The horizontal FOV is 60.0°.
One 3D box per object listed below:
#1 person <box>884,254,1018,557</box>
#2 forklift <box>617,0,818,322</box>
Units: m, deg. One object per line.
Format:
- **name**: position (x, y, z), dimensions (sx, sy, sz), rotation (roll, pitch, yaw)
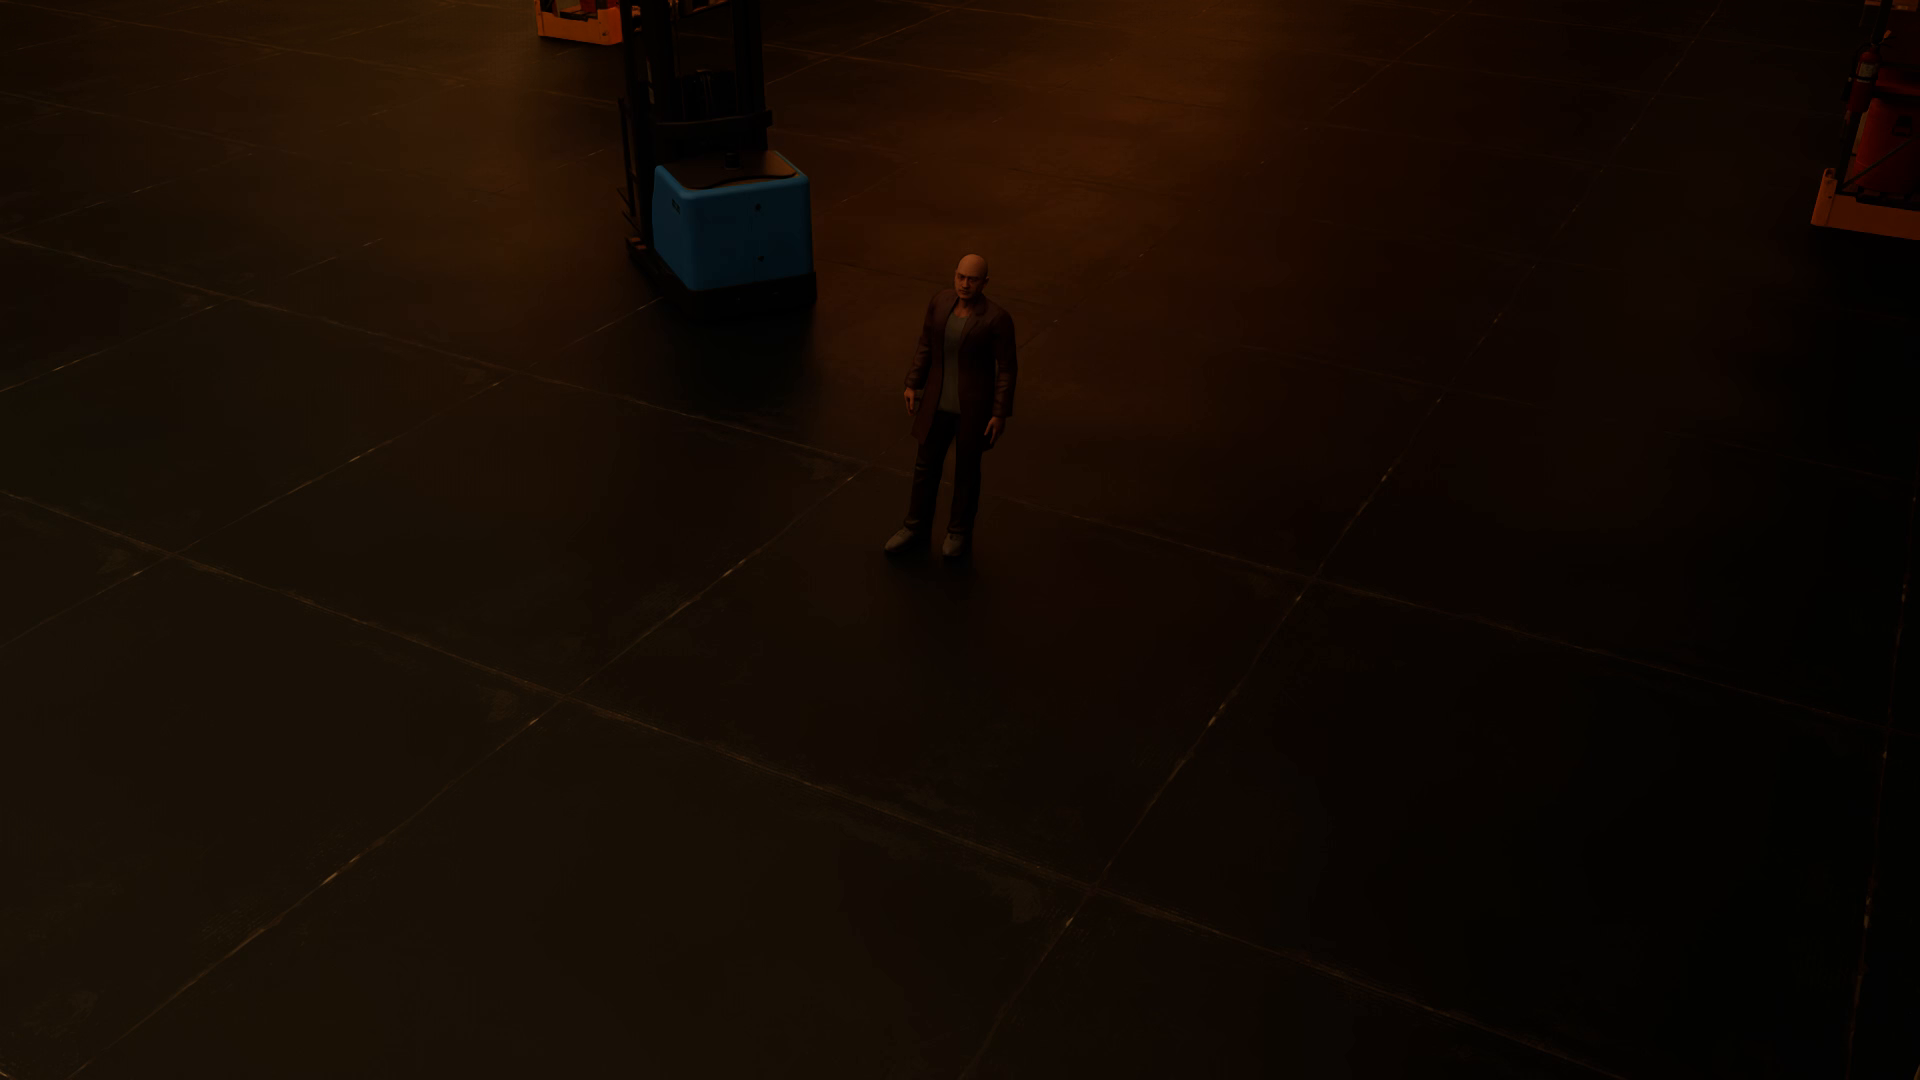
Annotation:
- **person**: position (-0.048, -0.738, 9.488), dimensions (0.696, 1.776, 0.582), rotation (15, 33, 25)
- **forklift**: position (-2.186, -3.662, 13.416), dimensions (1.130, 2.935, 3.031), rotation (-13, 32, -21)
